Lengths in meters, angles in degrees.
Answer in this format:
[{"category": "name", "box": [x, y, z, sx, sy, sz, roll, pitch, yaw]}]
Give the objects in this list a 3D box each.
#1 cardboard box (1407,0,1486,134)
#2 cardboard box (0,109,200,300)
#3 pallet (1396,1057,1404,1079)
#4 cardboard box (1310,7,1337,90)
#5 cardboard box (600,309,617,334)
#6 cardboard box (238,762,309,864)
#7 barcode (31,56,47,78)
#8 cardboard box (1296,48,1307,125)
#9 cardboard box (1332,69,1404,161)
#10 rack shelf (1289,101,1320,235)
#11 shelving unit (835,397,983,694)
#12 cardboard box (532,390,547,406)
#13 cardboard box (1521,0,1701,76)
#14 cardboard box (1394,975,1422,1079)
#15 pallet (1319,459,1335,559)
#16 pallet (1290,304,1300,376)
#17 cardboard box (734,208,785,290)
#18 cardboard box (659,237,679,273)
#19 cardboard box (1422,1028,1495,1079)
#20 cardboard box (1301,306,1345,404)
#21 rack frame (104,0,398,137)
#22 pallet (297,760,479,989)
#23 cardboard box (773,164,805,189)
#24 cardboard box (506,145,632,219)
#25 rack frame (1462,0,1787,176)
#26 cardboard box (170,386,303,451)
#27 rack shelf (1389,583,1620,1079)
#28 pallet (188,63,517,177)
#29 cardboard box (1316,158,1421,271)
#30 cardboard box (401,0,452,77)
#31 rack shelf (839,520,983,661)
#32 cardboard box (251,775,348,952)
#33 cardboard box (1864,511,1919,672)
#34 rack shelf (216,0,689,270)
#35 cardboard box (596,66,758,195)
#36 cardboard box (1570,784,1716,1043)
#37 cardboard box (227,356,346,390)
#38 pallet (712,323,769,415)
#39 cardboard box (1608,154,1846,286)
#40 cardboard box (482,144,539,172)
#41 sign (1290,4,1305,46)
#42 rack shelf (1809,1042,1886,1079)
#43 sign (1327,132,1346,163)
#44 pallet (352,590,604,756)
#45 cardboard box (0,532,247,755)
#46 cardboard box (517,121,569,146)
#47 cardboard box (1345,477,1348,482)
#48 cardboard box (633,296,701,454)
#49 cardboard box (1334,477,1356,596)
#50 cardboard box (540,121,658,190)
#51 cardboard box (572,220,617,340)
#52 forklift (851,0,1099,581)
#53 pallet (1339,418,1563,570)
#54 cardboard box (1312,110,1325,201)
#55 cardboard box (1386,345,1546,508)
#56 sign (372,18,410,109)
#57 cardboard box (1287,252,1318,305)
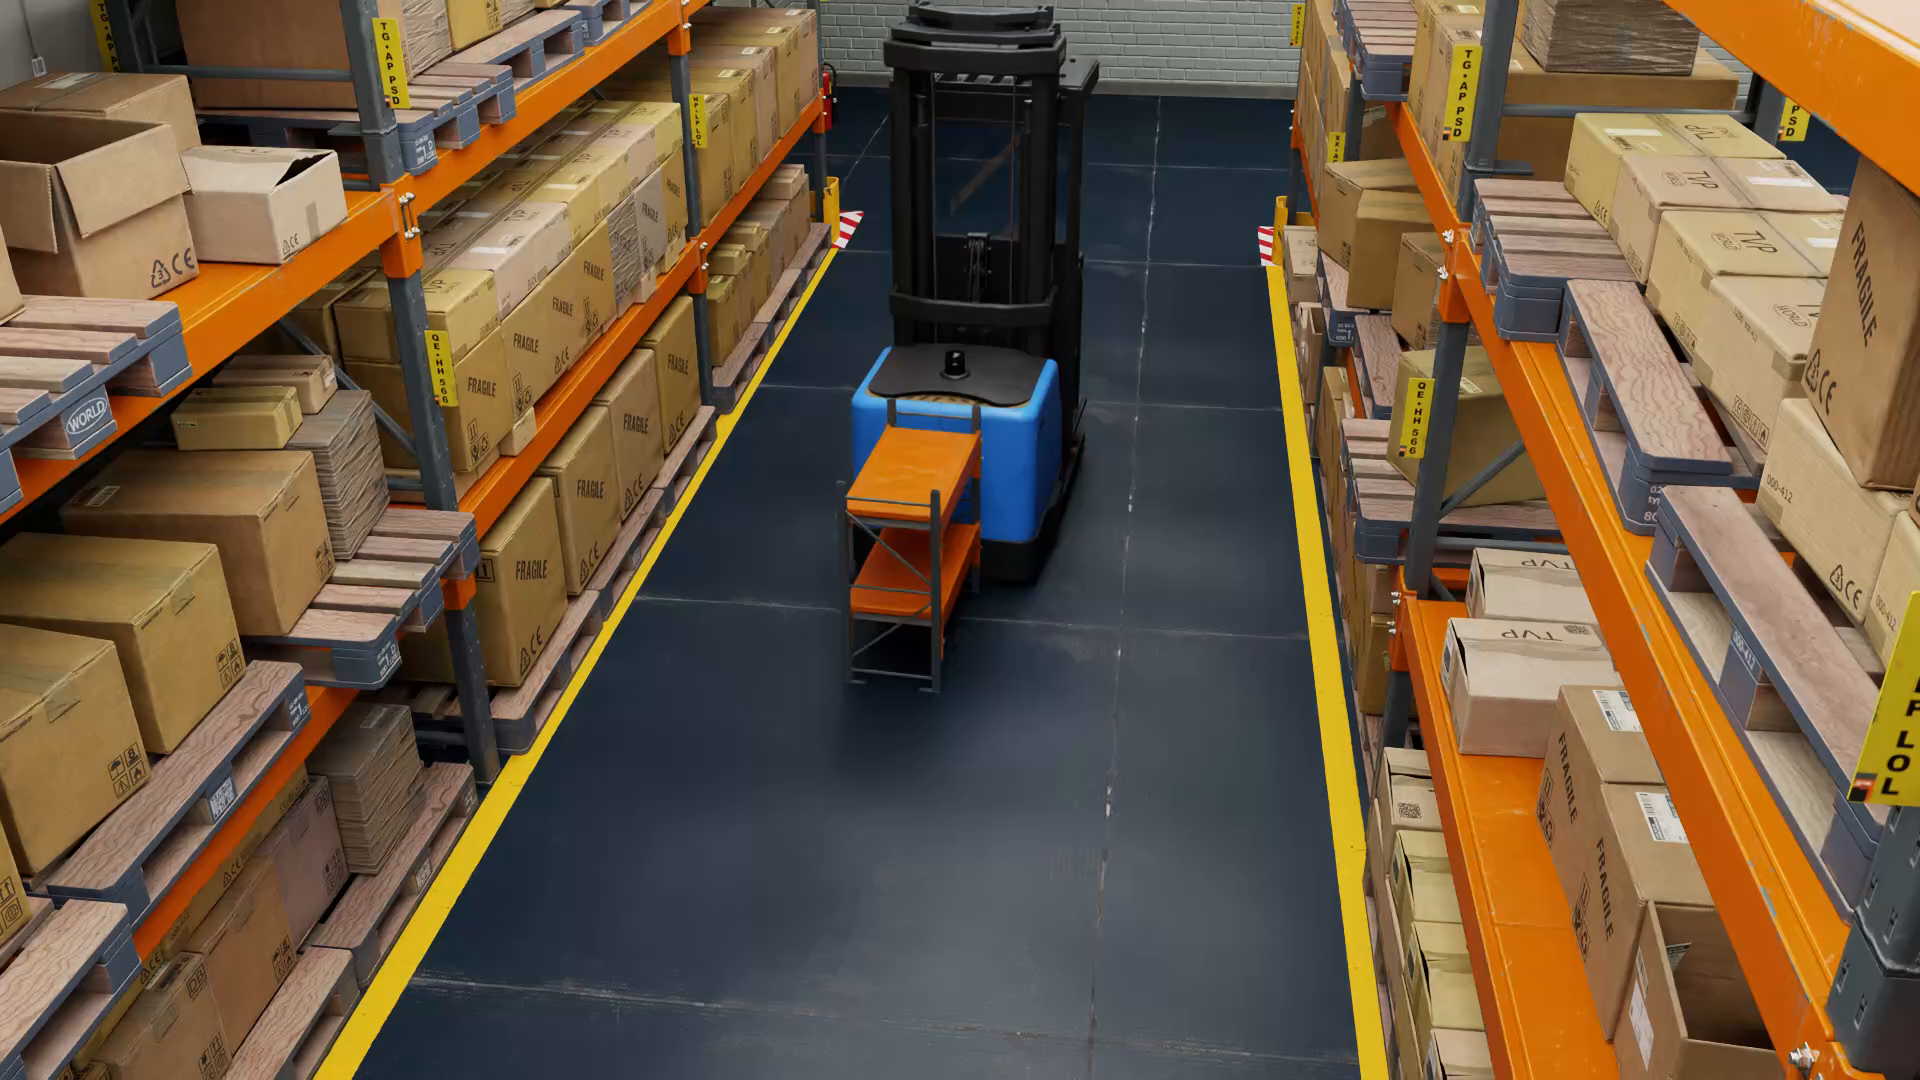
[{"category": "cardboard box", "box": [2.420, -2.015, 7.060, 0.910, 0.500, 0.500, 3, 28, 6]}, {"category": "cardboard box", "box": [-2.894, -1.015, 5.178, 0.797, 0.503, 0.637, 7, 29, 13]}, {"category": "pallet", "box": [1.982, 2.227, 5.394, 1.003, 0.211, 1.213, 3, 28, 6]}, {"category": "cardboard box", "box": [2.815, -3.533, 11.986, 0.500, 0.500, 0.500, 4, 29, 7]}, {"category": "cardboard box", "box": [-2.113, -1.255, 9.160, 0.380, 0.149, 0.250, 3, 28, 5]}, {"category": "cardboard box", "box": [-2.812, 0.939, 6.226, 0.500, 0.250, 0.500, 4, 29, 7]}, {"category": "barcode", "box": [-3.272, -1.678, 5.907, 0.001, 0.075, 0.075, 3, 28, 6]}, {"category": "cardboard box", "box": [2.938, -3.575, 13.117, 0.500, 0.500, 0.500, 4, 29, 7]}, {"category": "cardboard box", "box": [2.569, -2.579, 10.214, 0.500, 0.500, 0.500, 3, 29, 6]}, {"category": "rack shelf", "box": [3.009, -2.466, 11.923, 1.077, 0.370, 4.000, 3, 28, 6]}, {"category": "shelving unit", "box": [-0.239, 0.008, 8.549, 0.538, 1.125, 1.048, 6, 29, 10]}, {"category": "cardboard box", "box": [-2.285, -0.771, 8.262, 0.380, 0.149, 0.250, 4, 29, 7]}, {"category": "cardboard box", "box": [2.333, -1.968, 5.918, 0.500, 0.500, 0.500, 3, 28, 6]}, {"category": "cardboard box", "box": [1.800, 1.778, 5.743, 0.500, 0.250, 0.500, 3, 28, 5]}, {"category": "pallet", "box": [2.702, -0.229, 9.952, 1.003, 0.211, 1.213, 3, 28, 6]}, {"category": "pallet", "box": [2.996, -1.513, 12.336, 1.003, 0.211, 1.213, 3, 28, 6]}, {"category": "cardboard box", "box": [-1.772, -2.287, 13.025, 0.700, 0.500, 0.500, 2, 28, 5]}, {"category": "cardboard box", "box": [-1.921, -1.730, 10.042, 0.380, 0.149, 0.250, 4, 29, 7]}, {"category": "cardboard box", "box": [1.735, 1.779, 5.149, 0.500, 0.311, 0.500, 3, 28, 6]}, {"category": "cardboard box", "box": [2.552, -1.219, 11.022, 0.500, 0.500, 0.500, 3, 28, 6]}, {"category": "rack frame", "box": [-2.643, -2.886, 5.618, 1.000, 3.000, 0.127, 3, 28, 6]}, {"category": "pallet", "box": [-2.740, 1.351, 7.020, 1.003, 0.211, 1.213, 3, 28, 6]}, {"category": "cardboard box", "box": [-1.484, -2.974, 13.616, 0.380, 0.149, 0.250, 3, 28, 6]}, {"category": "cardboard box", "box": [-2.091, -1.926, 8.932, 0.500, 0.250, 0.500, 4, 29, 7]}, {"category": "rack frame", "box": [2.274, -2.600, 5.087, 1.000, 3.000, 0.127, 3, 28, 6]}, {"category": "cardboard box", "box": [-2.680, -0.451, 6.172, 0.380, 0.149, 0.250, -1, 28, -2]}, {"category": "rack shelf", "box": [2.029, 1.300, 4.933, 1.077, 0.370, 4.000, 3, 28, 6]}, {"category": "pallet", "box": [-2.617, -1.788, 6.943, 1.213, 0.211, 1.003, 5, 29, 9]}, {"category": "cardboard box", "box": [2.484, -1.860, 9.492, 0.700, 0.500, 0.500, -6, 29, -11]}, {"category": "cardboard box", "box": [-2.628, -2.287, 7.100, 0.700, 0.500, 0.500, 2, 28, 3]}, {"category": "rack shelf", "box": [-0.239, 0.223, 8.665, 0.538, 0.278, 1.000, 6, 29, 10]}, {"category": "cardboard box", "box": [-2.858, 1.240, 6.458, 0.700, 0.500, 0.500, 3, 28, 6]}, {"category": "cardboard box", "box": [1.869, 0.196, 2.777, 0.500, 0.250, 0.500, 6, 29, 11]}, {"category": "rack shelf", "box": [-2.398, -2.190, 8.248, 1.077, 0.370, 4.000, 3, 28, 6]}, {"category": "cardboard box", "box": [-1.976, -2.857, 11.575, 0.980, 0.700, 0.700, 3, 28, 5]}, {"category": "cardboard box", "box": [2.020, 1.036, 4.559, 0.500, 0.500, 0.500, 3, 28, 6]}, {"category": "cardboard box", "box": [-2.847, -0.666, 7.384, 0.500, 0.500, 0.500, 4, 29, 7]}, {"category": "pallet", "box": [-1.982, -1.253, 11.854, 1.003, 0.211, 1.213, 3, 28, 6]}, {"category": "cardboard box", "box": [2.228, -0.933, 4.872, 0.500, 0.250, 0.500, 4, 29, 8]}, {"category": "cardboard box", "box": [-2.582, -1.957, 8.989, 0.500, 0.250, 0.500, 2, 28, 4]}, {"category": "sign", "box": [2.715, -4.137, 13.353, 0.100, 0.325, 0.005, 3, 28, 6]}, {"category": "rack shelf", "box": [1.539, 1.862, 0.727, 1.077, 0.370, 4.000, 3, 28, 6]}, {"category": "sign", "box": [2.224, -2.250, 9.852, 0.100, 0.325, 0.005, 3, 28, 6]}, {"category": "pallet", "box": [-2.472, 0.616, 8.383, 1.003, 0.211, 1.213, 3, 28, 6]}, {"category": "cardboard box", "box": [-2.821, 0.327, 5.411, 0.700, 0.500, 0.500, 3, 28, 6]}, {"category": "cardboard box", "box": [-2.525, -2.193, 9.428, 0.500, 0.250, 0.500, 4, 29, 7]}, {"category": "cardboard box", "box": [2.279, -0.344, 8.607, 0.500, 0.250, 0.500, 3, 28, 5]}, {"category": "cardboard box", "box": [-2.104, -1.052, 10.365, 0.750, 0.750, 0.750, 4, 29, 7]}, {"category": "cardboard box", "box": [2.277, 0.003, 8.753, 0.500, 0.500, 0.500, 2, 28, 4]}, {"category": "cardboard box", "box": [-2.029, -2.167, 9.378, 0.500, 0.250, 0.500, 4, 29, 7]}, {"category": "cardboard box", "box": [-2.138, -1.367, 8.685, 0.500, 0.500, 0.500, 4, 29, 8]}, {"category": "forklift", "box": [0.195, -1.745, 9.900, 1.130, 2.935, 3.031, 6, 29, 10]}, {"category": "pallet", "box": [2.287, -0.197, 7.156, 1.213, 0.211, 1.003, 3, 28, 6]}, {"category": "cardboard box", "box": [2.693, -2.620, 11.346, 0.500, 0.500, 0.500, 4, 29, 7]}, {"category": "cardboard box", "box": [2.239, -0.490, 6.949, 0.700, 0.500, 0.500, -6, 29, -11]}, {"category": "sign", "box": [-2.105, -1.760, 6.147, 0.100, 0.325, 0.005, 3, 28, 6]}, {"category": "cardboard box", "box": [2.783, -1.997, 12.730, 0.500, 0.250, 0.500, 3, 28, 6]}]
